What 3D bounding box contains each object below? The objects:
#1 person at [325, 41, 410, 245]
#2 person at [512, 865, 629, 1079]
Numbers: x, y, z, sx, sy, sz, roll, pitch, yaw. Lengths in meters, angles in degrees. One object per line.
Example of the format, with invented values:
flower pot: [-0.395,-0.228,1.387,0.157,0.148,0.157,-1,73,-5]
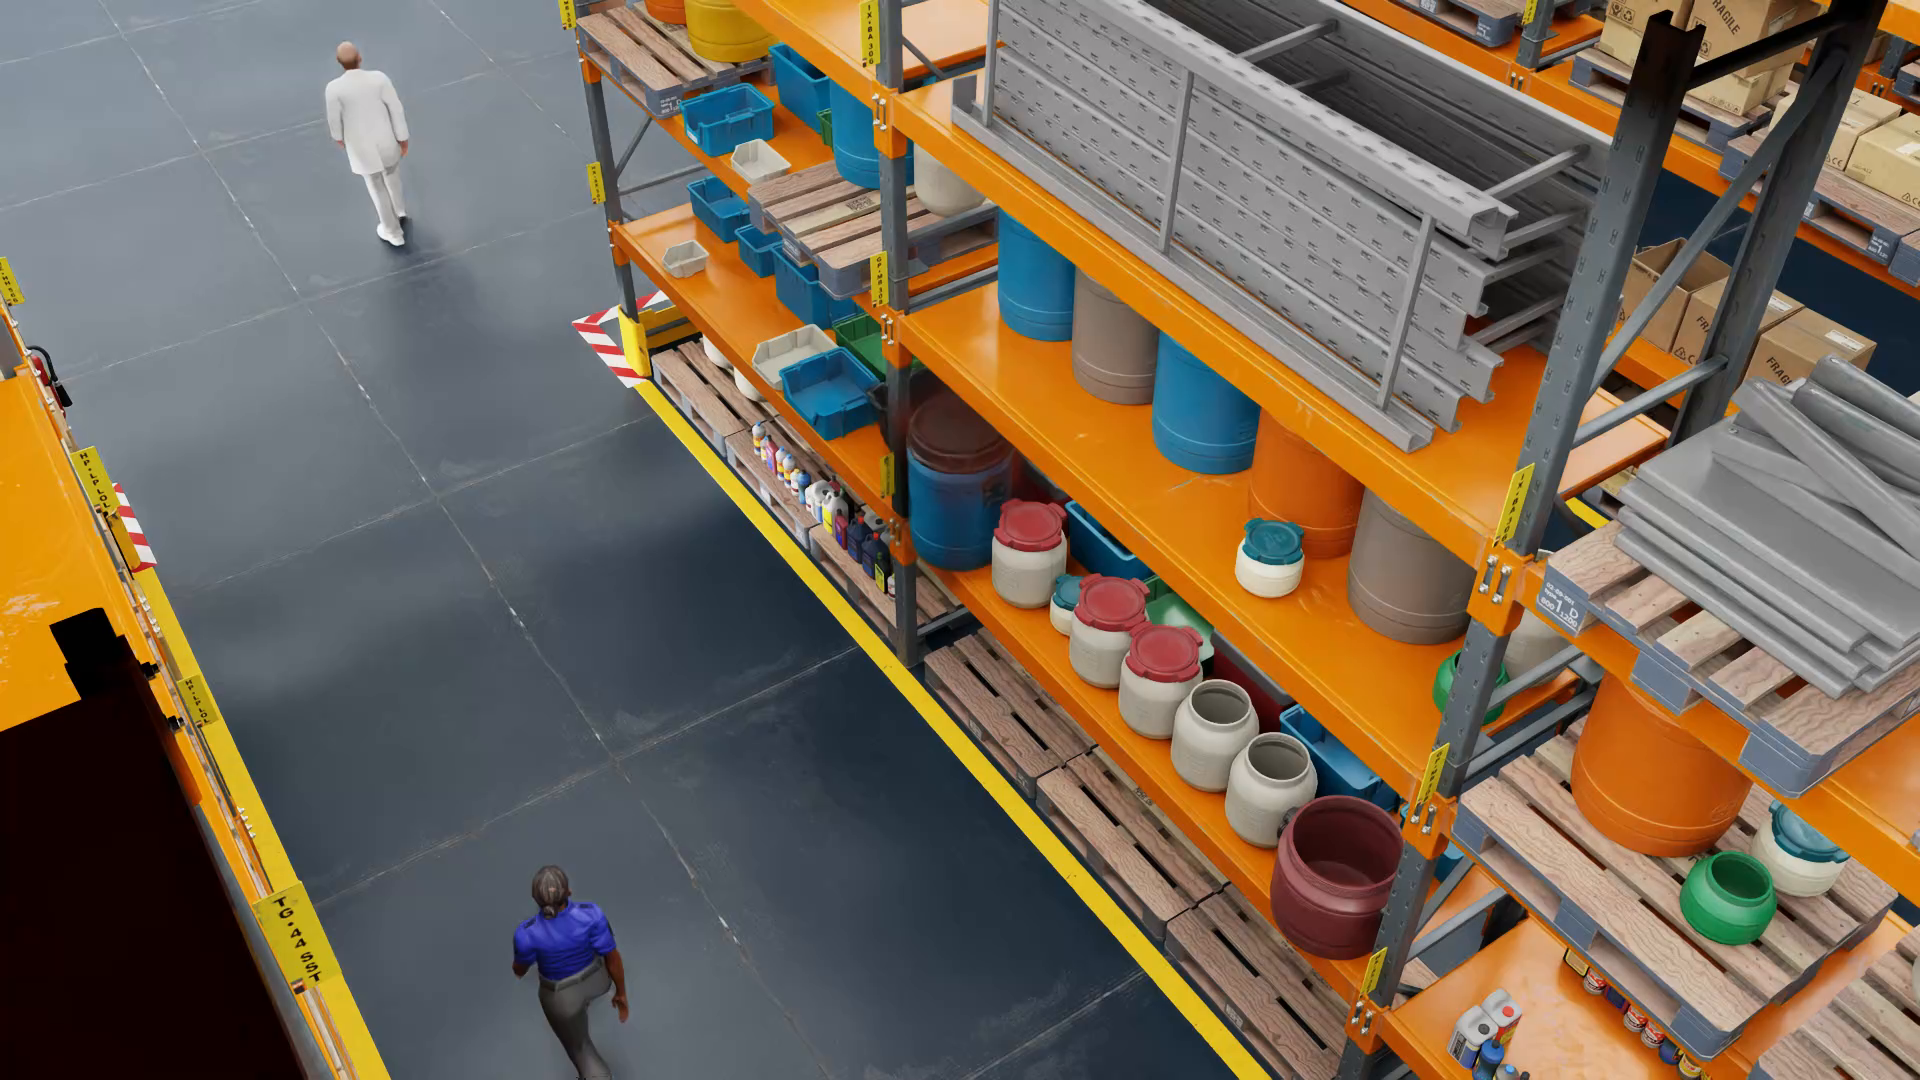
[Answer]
person: [-5.027,-3.419,14.178,0.589,1.811,0.763,-23,47,-23]
person: [-1.875,2.093,7.989,0.447,1.507,1.023,-27,49,-26]
